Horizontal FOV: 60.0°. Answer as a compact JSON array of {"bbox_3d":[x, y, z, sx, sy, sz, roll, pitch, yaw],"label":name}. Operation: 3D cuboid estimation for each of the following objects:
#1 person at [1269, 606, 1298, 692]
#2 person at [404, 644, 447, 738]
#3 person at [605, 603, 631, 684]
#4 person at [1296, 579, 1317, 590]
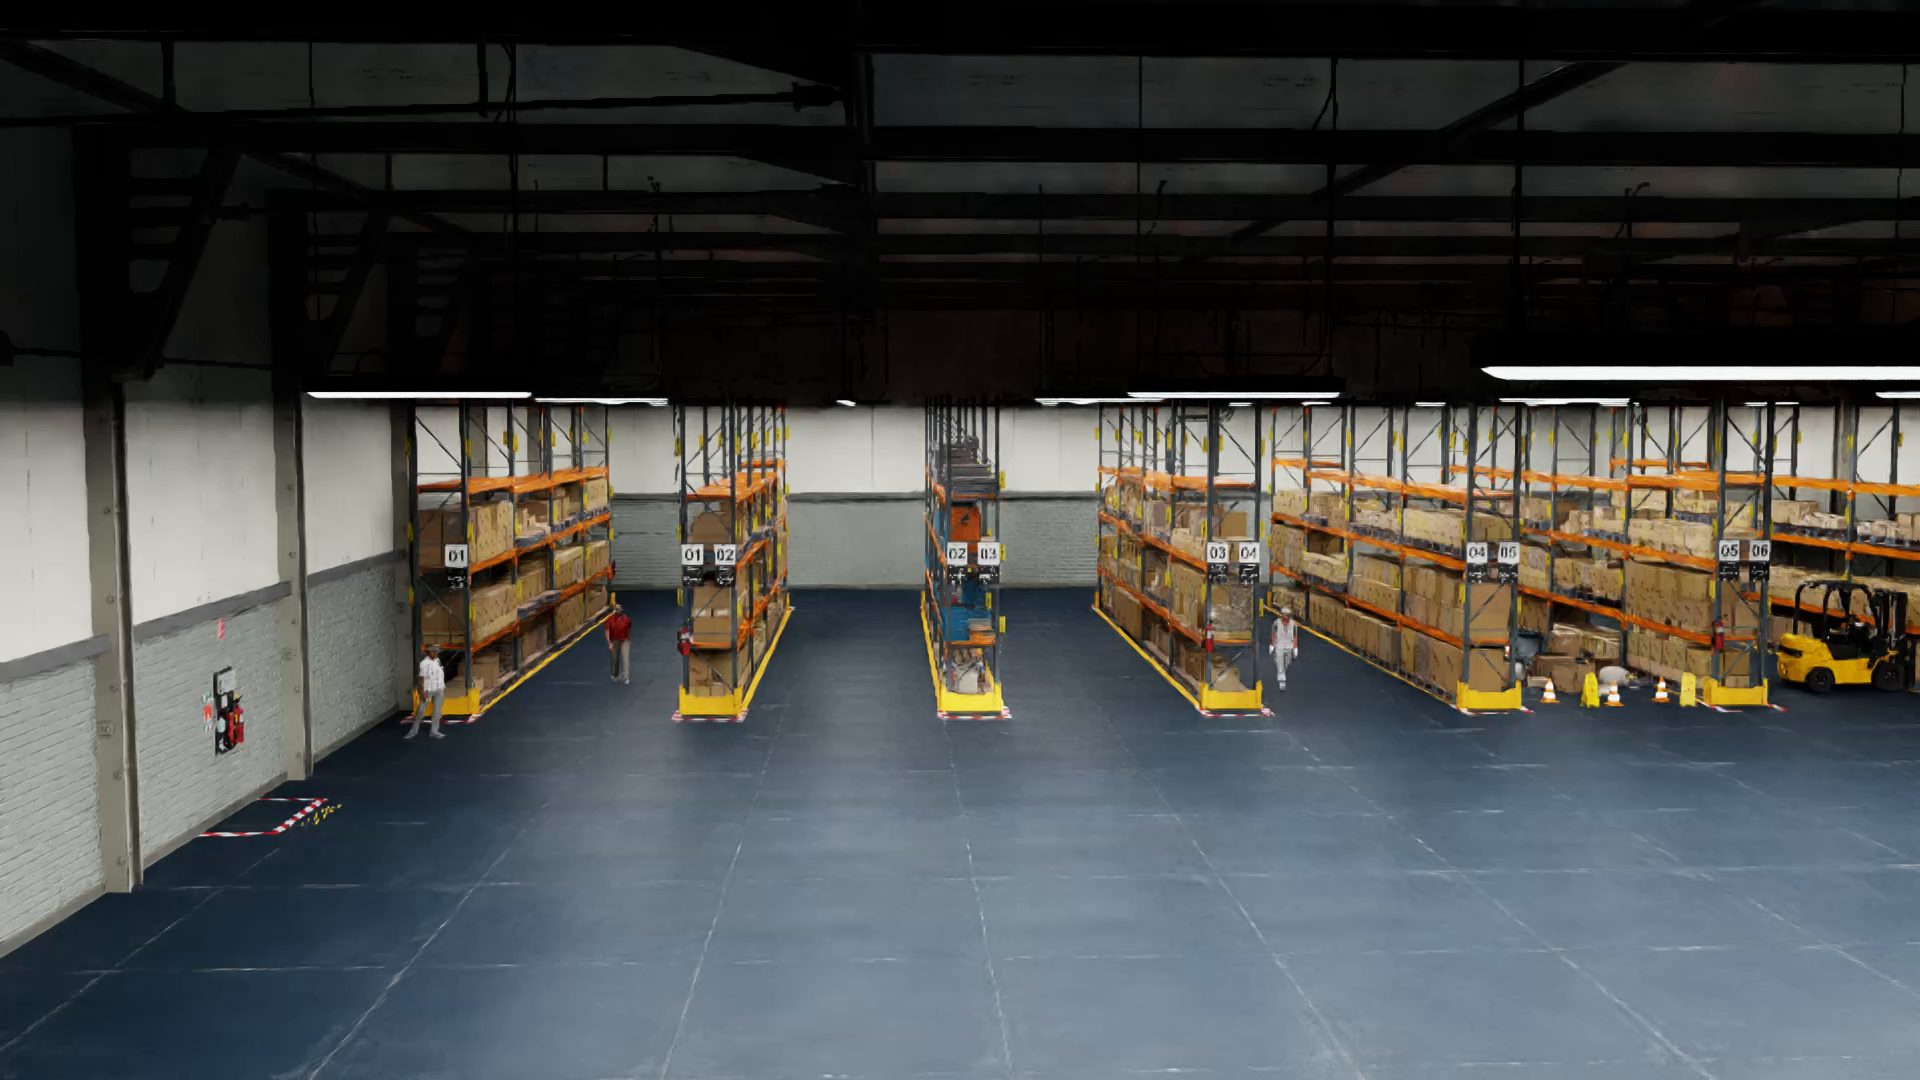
[{"bbox_3d":[6.593,2.188,33.751,0.550,1.709,1.124,0,5,-5],"label":"person"},{"bbox_3d":[-9.280,2.622,28.837,0.499,1.664,0.675,4,6,42],"label":"person"},{"bbox_3d":[-7.119,2.182,34.642,0.536,1.577,1.036,-1,5,-11],"label":"person"},{"bbox_3d":[10.245,0.960,49.298,0.674,1.727,0.774,-2,5,-23],"label":"person"}]
